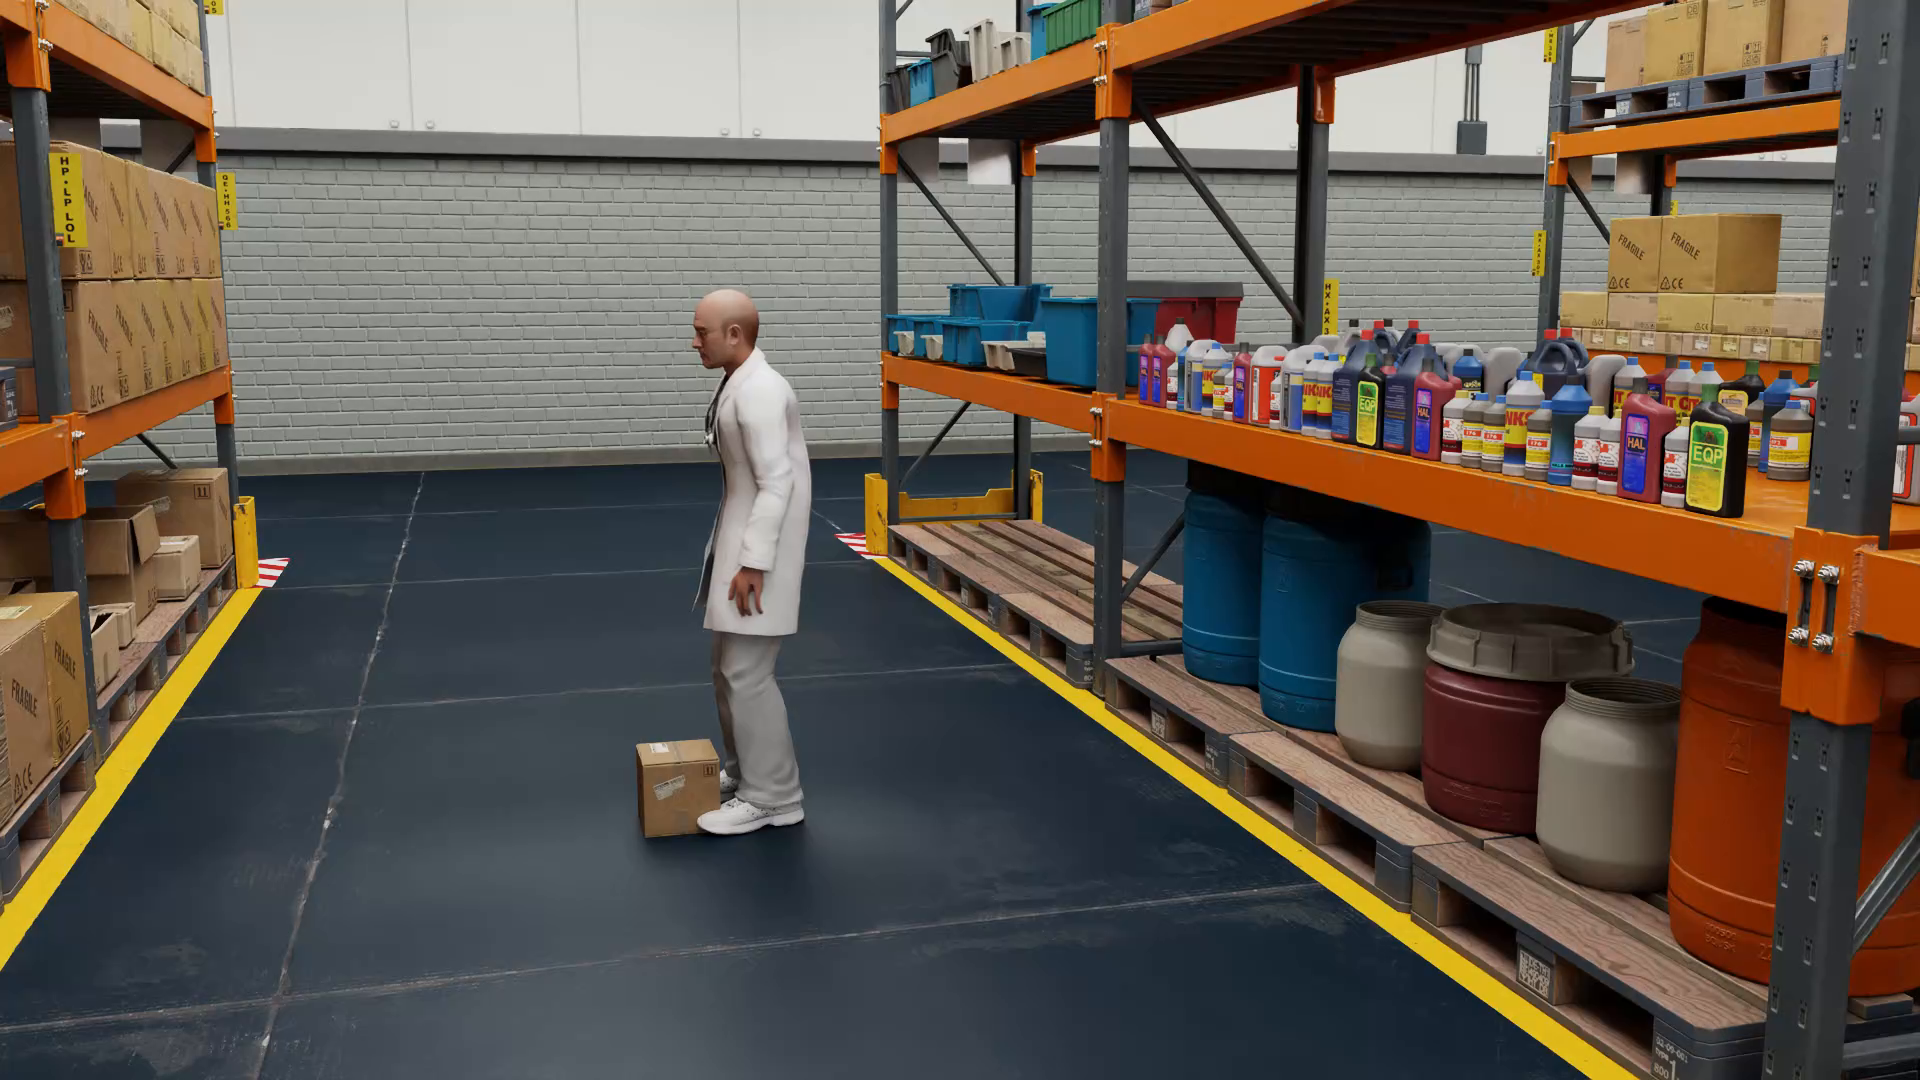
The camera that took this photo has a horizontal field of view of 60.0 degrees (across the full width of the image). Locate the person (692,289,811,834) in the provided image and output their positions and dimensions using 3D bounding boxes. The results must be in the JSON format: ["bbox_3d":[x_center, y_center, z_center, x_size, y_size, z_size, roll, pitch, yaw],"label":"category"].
[{"bbox_3d":[-0.712,0.062,5.528,0.427,1.773,0.642,-3,9,-16],"label":"person"}]
